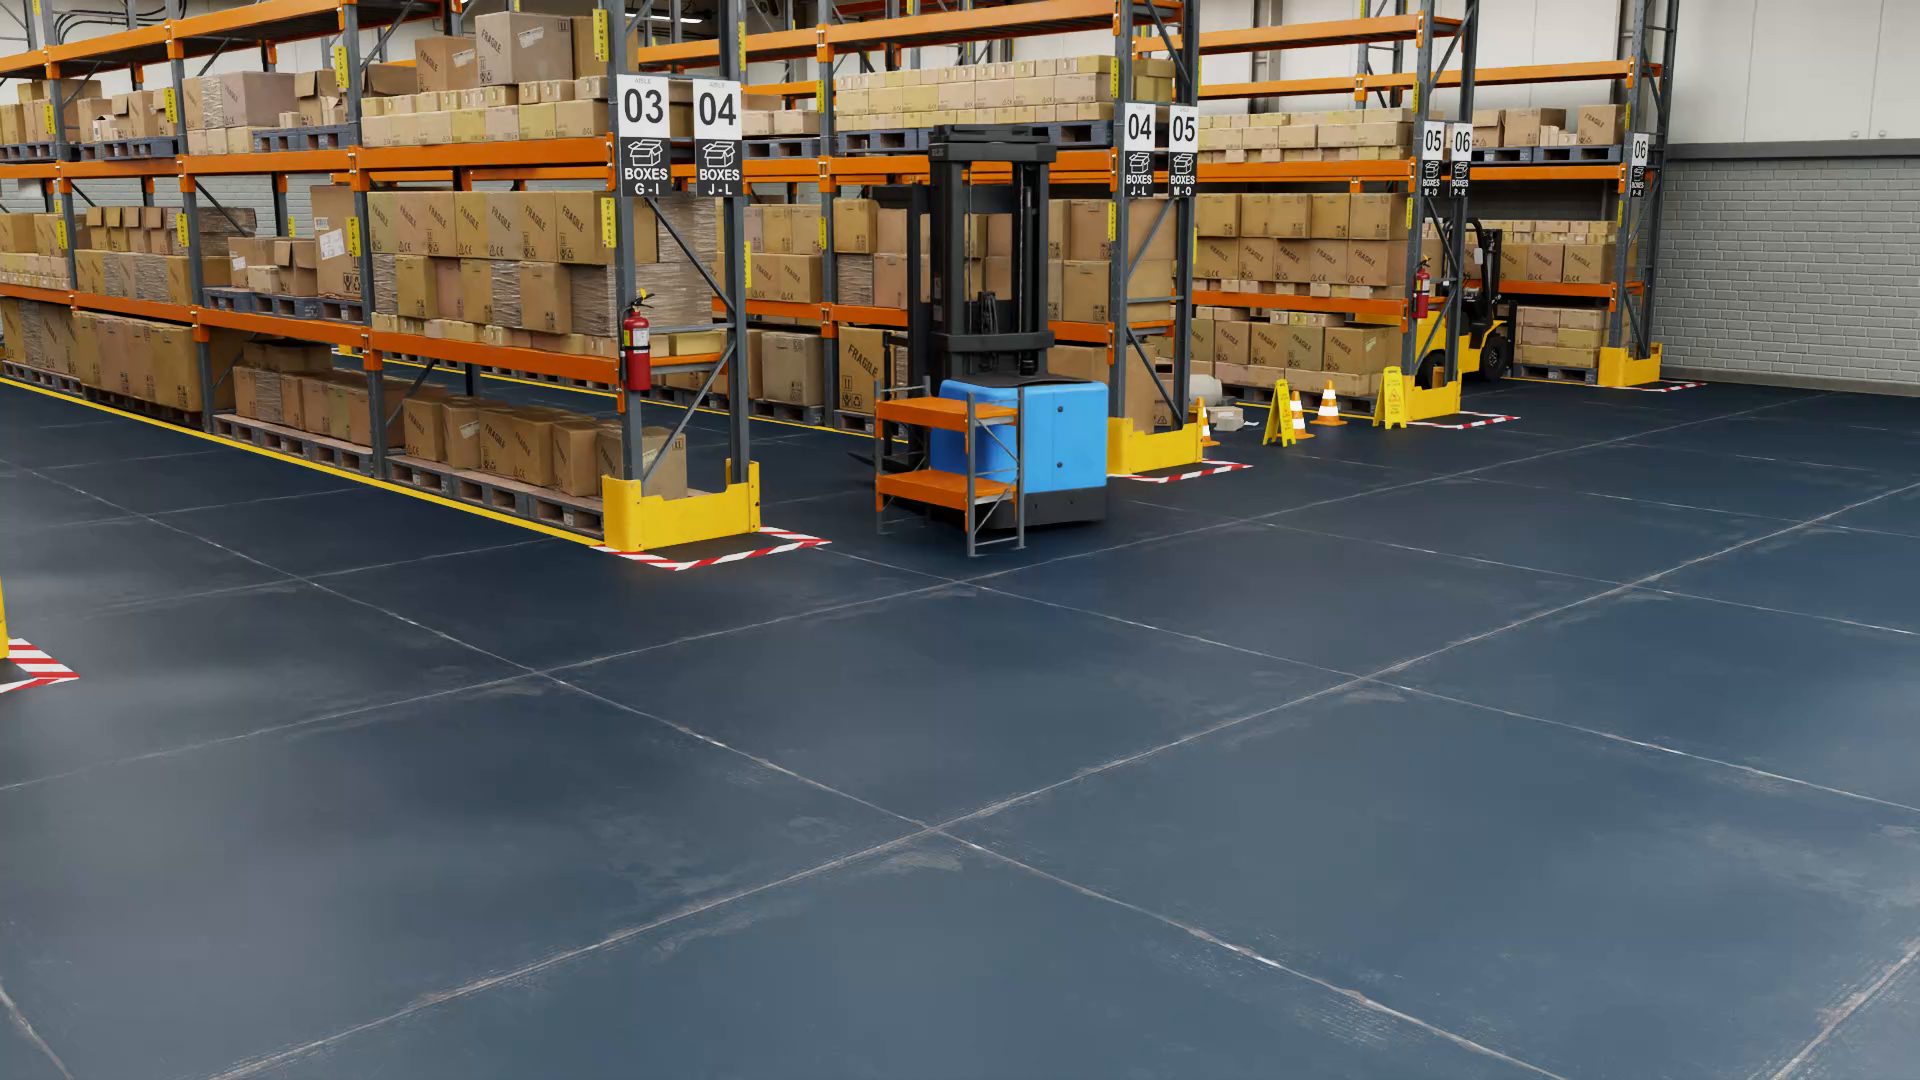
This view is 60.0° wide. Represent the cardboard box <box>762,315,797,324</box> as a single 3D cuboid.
[{"bbox_3d":[-2.568,-3.692,26.625,0.875,0.875,0.875,-10,15,-41],"label":"cardboard box"}]

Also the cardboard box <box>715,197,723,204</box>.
[{"bbox_3d":[-3.765,-5.555,27.108,0.380,0.149,0.250,-11,16,-42],"label":"cardboard box"}]

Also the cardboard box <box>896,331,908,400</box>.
[{"bbox_3d":[-0.031,-1.667,16.794,0.875,0.875,0.875,-11,16,-42],"label":"cardboard box"}]

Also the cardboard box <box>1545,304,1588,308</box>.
[{"bbox_3d":[8.278,-3.065,22.651,0.500,0.250,0.500,-11,16,-42],"label":"cardboard box"}]

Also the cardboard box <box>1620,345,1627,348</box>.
[{"bbox_3d":[8.623,-2.506,22.413,0.500,0.250,0.500,-11,16,-42],"label":"cardboard box"}]

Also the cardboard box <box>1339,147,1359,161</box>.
[{"bbox_3d":[4.430,-4.290,18.489,0.380,0.149,0.250,-10,15,-41],"label":"cardboard box"}]

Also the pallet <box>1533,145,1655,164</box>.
[{"bbox_3d":[8.351,-5.080,21.922,1.003,0.211,1.213,-11,16,-43],"label":"pallet"}]

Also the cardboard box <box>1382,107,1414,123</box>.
[{"bbox_3d":[4.786,-4.600,18.019,0.380,0.149,0.250,-11,16,-42],"label":"cardboard box"}]

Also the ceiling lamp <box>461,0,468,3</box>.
[{"bbox_3d":[-9.423,-11.042,28.738,2.000,3.185,0.800,-11,16,-43],"label":"ceiling lamp"}]

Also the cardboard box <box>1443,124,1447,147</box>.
[{"bbox_3d":[5.079,-4.507,18.556,0.500,0.250,0.500,-11,16,-44],"label":"cardboard box"}]

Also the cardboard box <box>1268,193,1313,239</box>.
[{"bbox_3d":[3.952,-3.719,19.066,0.700,0.500,0.500,-11,16,-43],"label":"cardboard box"}]

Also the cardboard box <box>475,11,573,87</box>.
[{"bbox_3d":[-3.188,-3.574,12.168,0.500,0.500,0.500,-11,16,-43],"label":"cardboard box"}]

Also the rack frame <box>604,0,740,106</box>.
[{"bbox_3d":[-1.934,-4.413,11.029,1.000,3.000,0.127,-11,16,-43],"label":"rack frame"}]

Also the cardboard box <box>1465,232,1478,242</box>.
[{"bbox_3d":[7.142,-4.186,22.943,0.380,0.149,0.250,-11,16,-44],"label":"cardboard box"}]

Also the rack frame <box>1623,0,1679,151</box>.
[{"bbox_3d":[8.821,-6.486,21.092,1.000,3.000,0.127,-11,16,-43],"label":"rack frame"}]

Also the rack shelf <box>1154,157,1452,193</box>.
[{"bbox_3d":[3.852,-4.264,19.524,1.077,0.370,4.000,-11,16,-43],"label":"rack shelf"}]

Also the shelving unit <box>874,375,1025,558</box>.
[{"bbox_3d":[-0.085,-0.543,11.759,0.538,1.125,1.048,-10,15,-40],"label":"shelving unit"}]

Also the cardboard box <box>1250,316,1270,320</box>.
[{"bbox_3d":[3.779,-2.468,20.373,0.500,0.500,0.500,-10,15,-40],"label":"cardboard box"}]

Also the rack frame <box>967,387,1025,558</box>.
[{"bbox_3d":[0.248,-0.465,11.383,0.500,1.125,0.032,-10,15,-40],"label":"rack frame"}]

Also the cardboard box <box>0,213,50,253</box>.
[{"bbox_3d":[-12.140,-3.994,21.638,0.500,0.500,0.500,11,16,44],"label":"cardboard box"}]

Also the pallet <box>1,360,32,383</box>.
[{"bbox_3d":[-12.375,-2.338,22.736,1.003,0.211,1.213,-11,16,-43],"label":"pallet"}]

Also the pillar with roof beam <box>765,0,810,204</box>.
[{"bbox_3d":[-6.552,-8.740,32.034,9.100,9.000,0.548,-11,16,-43],"label":"pillar with roof beam"}]

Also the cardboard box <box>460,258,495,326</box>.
[{"bbox_3d":[-3.377,-1.963,13.021,0.875,0.500,0.500,-11,16,-43],"label":"cardboard box"}]

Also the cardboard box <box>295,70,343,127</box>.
[{"bbox_3d":[-5.601,-4.003,15.179,0.797,0.503,0.637,-10,15,-40],"label":"cardboard box"}]

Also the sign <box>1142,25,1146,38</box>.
[{"bbox_3d":[2.910,-8.073,26.283,0.100,0.325,0.005,-11,16,-43],"label":"sign"}]

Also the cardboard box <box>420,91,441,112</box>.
[{"bbox_3d":[-3.969,-3.406,12.960,0.380,0.149,0.250,-11,16,-44],"label":"cardboard box"}]

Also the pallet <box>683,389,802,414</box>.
[{"bbox_3d":[-2.474,-1.649,19.393,1.003,0.211,1.213,-11,16,-43],"label":"pallet"}]

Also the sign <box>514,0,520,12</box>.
[{"bbox_3d":[-6.167,-7.454,23.082,0.100,0.325,0.005,-11,16,-43],"label":"sign"}]

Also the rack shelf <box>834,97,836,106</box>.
[{"bbox_3d":[-0.848,-8.175,31.082,1.077,0.370,4.000,-11,16,-43],"label":"rack shelf"}]

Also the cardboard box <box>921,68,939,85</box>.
[{"bbox_3d":[-0.154,-4.440,15.952,0.380,0.149,0.250,-11,16,-43],"label":"cardboard box"}]

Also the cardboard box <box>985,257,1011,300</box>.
[{"bbox_3d":[0.742,-2.449,15.991,0.875,0.550,0.550,-11,16,-43],"label":"cardboard box"}]

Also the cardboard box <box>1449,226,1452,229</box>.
[{"bbox_3d":[7.011,-4.379,23.140,0.380,0.149,0.250,-11,16,-43],"label":"cardboard box"}]

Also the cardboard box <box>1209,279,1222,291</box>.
[{"bbox_3d":[3.226,-3.086,20.078,0.380,0.149,0.250,-11,16,-43],"label":"cardboard box"}]

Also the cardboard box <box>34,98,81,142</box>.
[{"bbox_3d":[-10.805,-5.104,20.283,0.500,0.500,0.700,11,16,42],"label":"cardboard box"}]

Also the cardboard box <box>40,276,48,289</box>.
[{"bbox_3d":[-11.201,-3.214,20.701,0.380,0.149,0.250,-11,16,-42],"label":"cardboard box"}]

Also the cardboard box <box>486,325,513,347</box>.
[{"bbox_3d":[-3.392,-1.568,12.714,0.380,0.149,0.250,-11,16,-43],"label":"cardboard box"}]

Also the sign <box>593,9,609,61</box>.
[{"bbox_3d":[-2.350,-3.303,10.881,0.100,0.325,0.005,-11,16,-43],"label":"sign"}]

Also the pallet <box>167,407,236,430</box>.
[{"bbox_3d":[-7.949,-1.402,18.192,1.003,0.211,1.213,-11,16,-43],"label":"pallet"}]

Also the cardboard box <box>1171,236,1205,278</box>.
[{"bbox_3d":[2.937,-3.461,20.291,0.500,0.500,0.500,-11,16,-43],"label":"cardboard box"}]

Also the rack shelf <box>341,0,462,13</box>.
[{"bbox_3d":[-3.315,-4.351,12.519,1.077,0.370,4.000,-11,16,-43],"label":"rack shelf"}]

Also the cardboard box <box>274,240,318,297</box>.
[{"bbox_3d":[-5.961,-2.555,15.581,0.797,0.503,0.637,-9,15,-37],"label":"cardboard box"}]

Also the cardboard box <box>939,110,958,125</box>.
[{"bbox_3d":[0.016,-4.013,15.856,0.380,0.149,0.250,-11,16,-42],"label":"cardboard box"}]

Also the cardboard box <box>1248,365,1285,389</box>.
[{"bbox_3d":[3.763,-1.947,19.702,0.500,0.250,0.500,11,16,43],"label":"cardboard box"}]

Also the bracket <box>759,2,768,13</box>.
[{"bbox_3d":[-3.982,-11.114,34.636,0.235,0.232,0.430,-11,16,-43],"label":"bracket"}]

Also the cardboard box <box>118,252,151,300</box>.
[{"bbox_3d":[-9.031,-2.952,18.557,0.500,0.500,0.500,-10,16,-41],"label":"cardboard box"}]

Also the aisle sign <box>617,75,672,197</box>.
[{"bbox_3d":[-2.108,-2.697,11.125,0.394,0.787,0.004,-11,16,-43],"label":"aisle sign"}]

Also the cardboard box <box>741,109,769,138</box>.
[{"bbox_3d":[-2.409,-4.640,18.498,0.500,0.311,0.500,11,16,43],"label":"cardboard box"}]

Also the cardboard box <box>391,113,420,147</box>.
[{"bbox_3d":[-4.202,-3.276,13.317,0.500,0.250,0.500,-11,16,-43],"label":"cardboard box"}]

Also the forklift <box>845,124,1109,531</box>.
[{"bbox_3d":[-0.016,-1.757,13.174,1.130,2.935,3.031,-6,13,-27],"label":"forklift"}]

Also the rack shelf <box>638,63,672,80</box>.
[{"bbox_3d":[-5.183,-6.000,21.509,1.077,0.370,4.000,-11,16,-43],"label":"rack shelf"}]

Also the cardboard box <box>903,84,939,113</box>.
[{"bbox_3d":[-0.206,-4.273,16.132,0.500,0.250,0.500,-11,16,-43],"label":"cardboard box"}]

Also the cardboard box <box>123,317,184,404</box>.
[{"bbox_3d":[-8.531,-2.042,18.613,1.225,0.875,0.875,-11,16,-42],"label":"cardboard box"}]

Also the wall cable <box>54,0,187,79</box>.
[{"bbox_3d":[-14.396,-9.629,28.375,2.277,5.999,0.120,-11,16,-43],"label":"wall cable"}]

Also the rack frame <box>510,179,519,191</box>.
[{"bbox_3d":[-6.564,-3.902,23.418,1.000,3.000,0.127,-11,16,-43],"label":"rack frame"}]

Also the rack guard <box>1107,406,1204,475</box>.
[{"bbox_3d":[1.739,-0.923,15.153,1.175,0.500,0.348,-11,16,-43],"label":"rack guard"}]

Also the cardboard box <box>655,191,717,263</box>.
[{"bbox_3d":[-2.117,-2.277,12.067,0.500,0.500,0.500,-11,16,-43],"label":"cardboard box"}]
